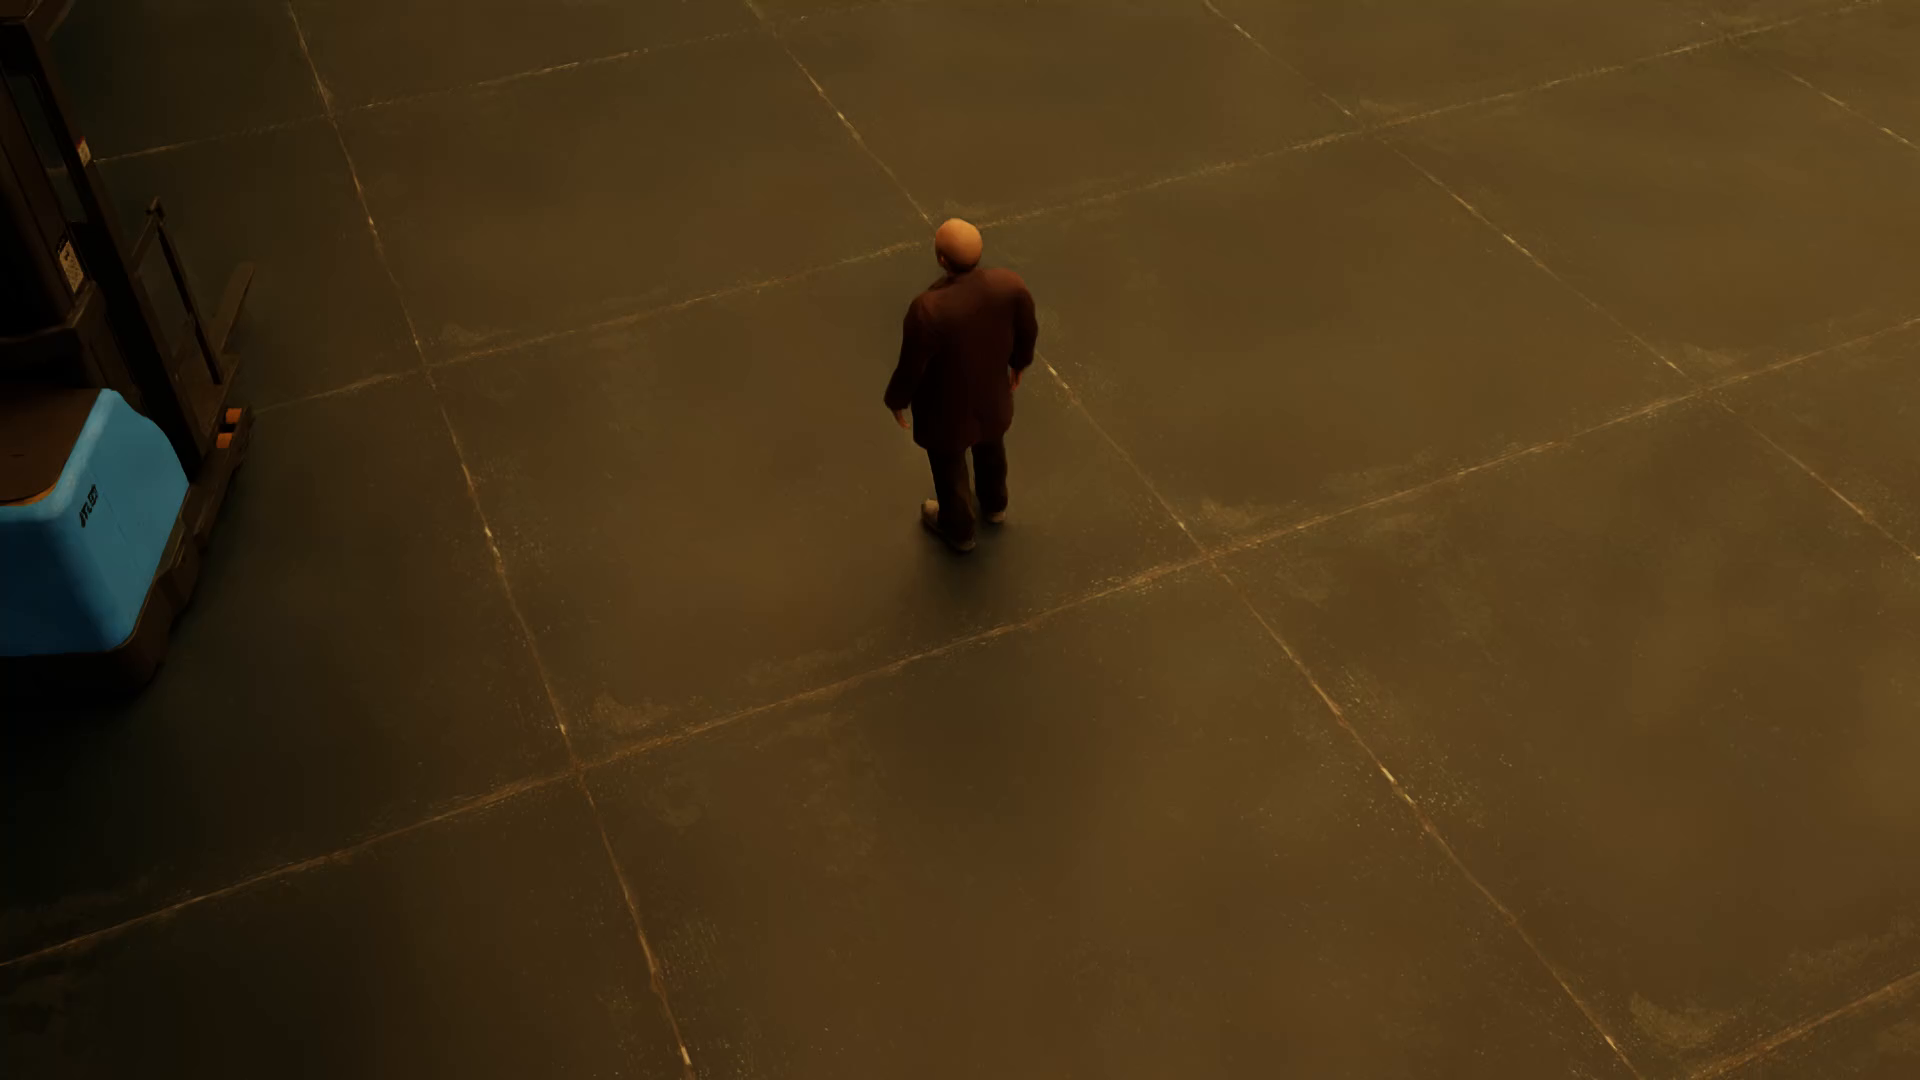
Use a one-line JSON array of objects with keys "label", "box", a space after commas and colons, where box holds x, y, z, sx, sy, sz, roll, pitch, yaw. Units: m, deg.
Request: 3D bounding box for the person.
[{"label": "person", "box": [-0.034, -0.713, 7.279, 0.694, 1.776, 0.580, -18, 46, -18]}]

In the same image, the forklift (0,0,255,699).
[{"label": "forklift", "box": [-4.092, -1.381, 7.160, 1.130, 2.935, 3.031, -3, 43, -4]}]
